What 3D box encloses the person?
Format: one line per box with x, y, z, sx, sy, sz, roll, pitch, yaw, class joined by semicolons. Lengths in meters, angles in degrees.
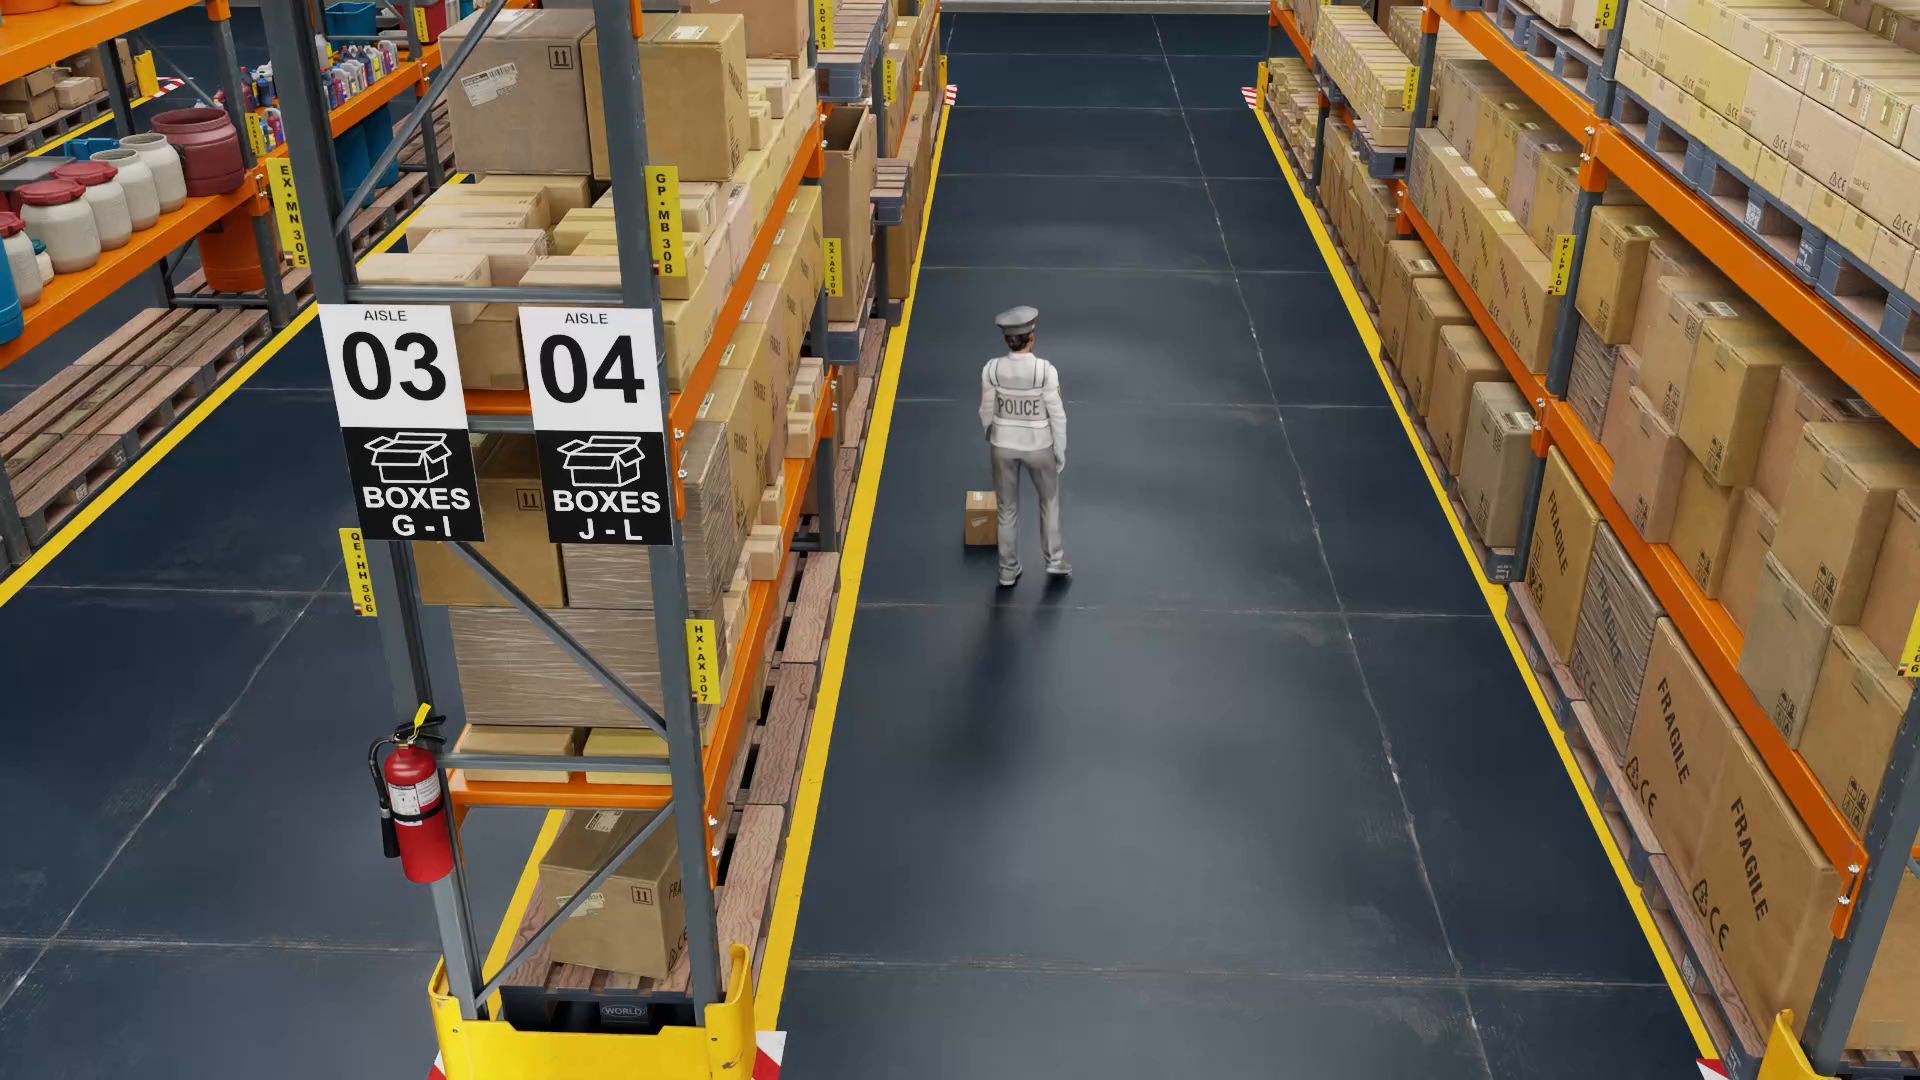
0.383;-0.511;9.591;0.547;1.722;0.409;5;28;9;person
